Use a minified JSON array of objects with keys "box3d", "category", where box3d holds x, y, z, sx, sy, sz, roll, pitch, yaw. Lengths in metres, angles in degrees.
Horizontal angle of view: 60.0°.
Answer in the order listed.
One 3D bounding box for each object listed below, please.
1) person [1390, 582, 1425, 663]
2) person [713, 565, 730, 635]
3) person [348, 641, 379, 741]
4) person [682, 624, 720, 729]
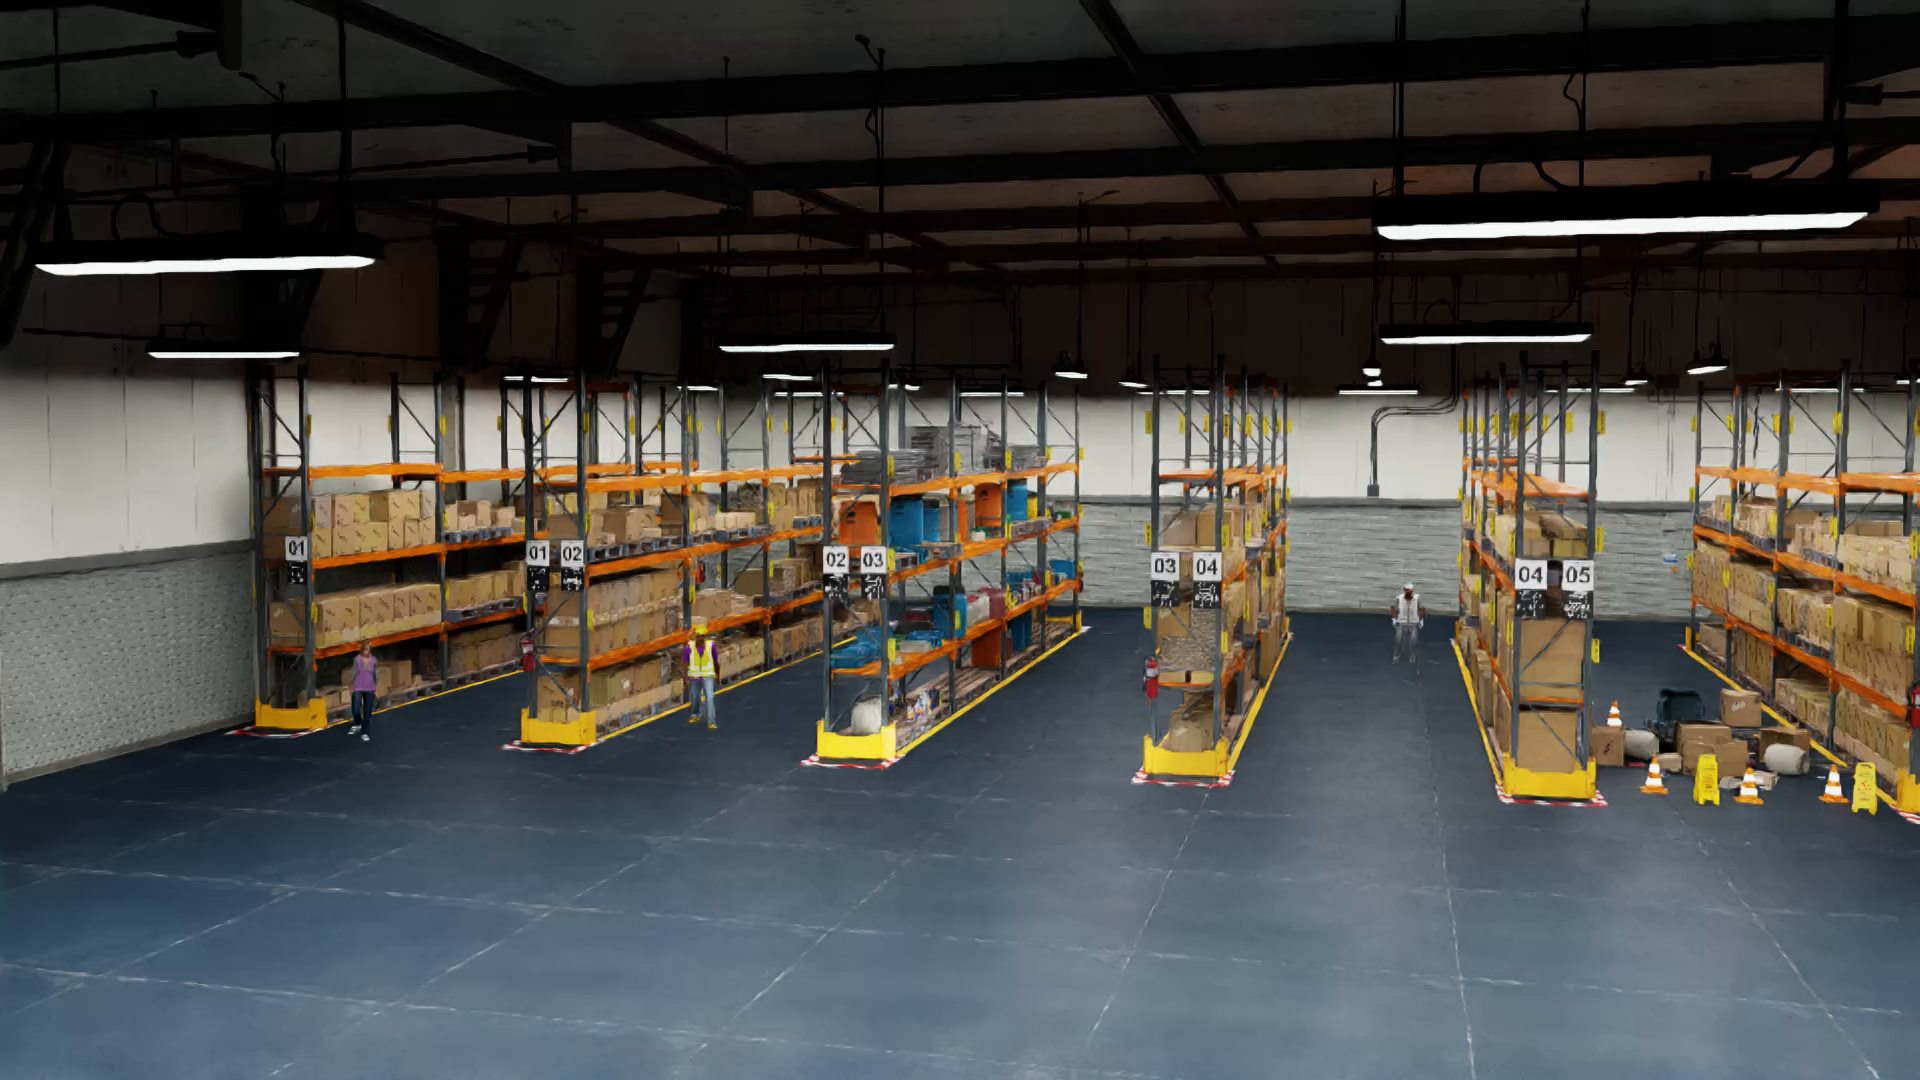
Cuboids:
[{"box3d":[9.392,1.738,34.905,0.702,1.734,0.549,1,4,13],"category":"person"},{"box3d":[-5.546,1.444,38.770,0.447,1.770,0.569,-1,4,-10],"category":"person"},{"box3d":[-9.485,2.386,26.436,0.474,1.590,0.478,-2,4,-25],"category":"person"},{"box3d":[-4.291,2.252,27.576,0.621,1.725,0.959,-1,4,-8],"category":"person"}]
